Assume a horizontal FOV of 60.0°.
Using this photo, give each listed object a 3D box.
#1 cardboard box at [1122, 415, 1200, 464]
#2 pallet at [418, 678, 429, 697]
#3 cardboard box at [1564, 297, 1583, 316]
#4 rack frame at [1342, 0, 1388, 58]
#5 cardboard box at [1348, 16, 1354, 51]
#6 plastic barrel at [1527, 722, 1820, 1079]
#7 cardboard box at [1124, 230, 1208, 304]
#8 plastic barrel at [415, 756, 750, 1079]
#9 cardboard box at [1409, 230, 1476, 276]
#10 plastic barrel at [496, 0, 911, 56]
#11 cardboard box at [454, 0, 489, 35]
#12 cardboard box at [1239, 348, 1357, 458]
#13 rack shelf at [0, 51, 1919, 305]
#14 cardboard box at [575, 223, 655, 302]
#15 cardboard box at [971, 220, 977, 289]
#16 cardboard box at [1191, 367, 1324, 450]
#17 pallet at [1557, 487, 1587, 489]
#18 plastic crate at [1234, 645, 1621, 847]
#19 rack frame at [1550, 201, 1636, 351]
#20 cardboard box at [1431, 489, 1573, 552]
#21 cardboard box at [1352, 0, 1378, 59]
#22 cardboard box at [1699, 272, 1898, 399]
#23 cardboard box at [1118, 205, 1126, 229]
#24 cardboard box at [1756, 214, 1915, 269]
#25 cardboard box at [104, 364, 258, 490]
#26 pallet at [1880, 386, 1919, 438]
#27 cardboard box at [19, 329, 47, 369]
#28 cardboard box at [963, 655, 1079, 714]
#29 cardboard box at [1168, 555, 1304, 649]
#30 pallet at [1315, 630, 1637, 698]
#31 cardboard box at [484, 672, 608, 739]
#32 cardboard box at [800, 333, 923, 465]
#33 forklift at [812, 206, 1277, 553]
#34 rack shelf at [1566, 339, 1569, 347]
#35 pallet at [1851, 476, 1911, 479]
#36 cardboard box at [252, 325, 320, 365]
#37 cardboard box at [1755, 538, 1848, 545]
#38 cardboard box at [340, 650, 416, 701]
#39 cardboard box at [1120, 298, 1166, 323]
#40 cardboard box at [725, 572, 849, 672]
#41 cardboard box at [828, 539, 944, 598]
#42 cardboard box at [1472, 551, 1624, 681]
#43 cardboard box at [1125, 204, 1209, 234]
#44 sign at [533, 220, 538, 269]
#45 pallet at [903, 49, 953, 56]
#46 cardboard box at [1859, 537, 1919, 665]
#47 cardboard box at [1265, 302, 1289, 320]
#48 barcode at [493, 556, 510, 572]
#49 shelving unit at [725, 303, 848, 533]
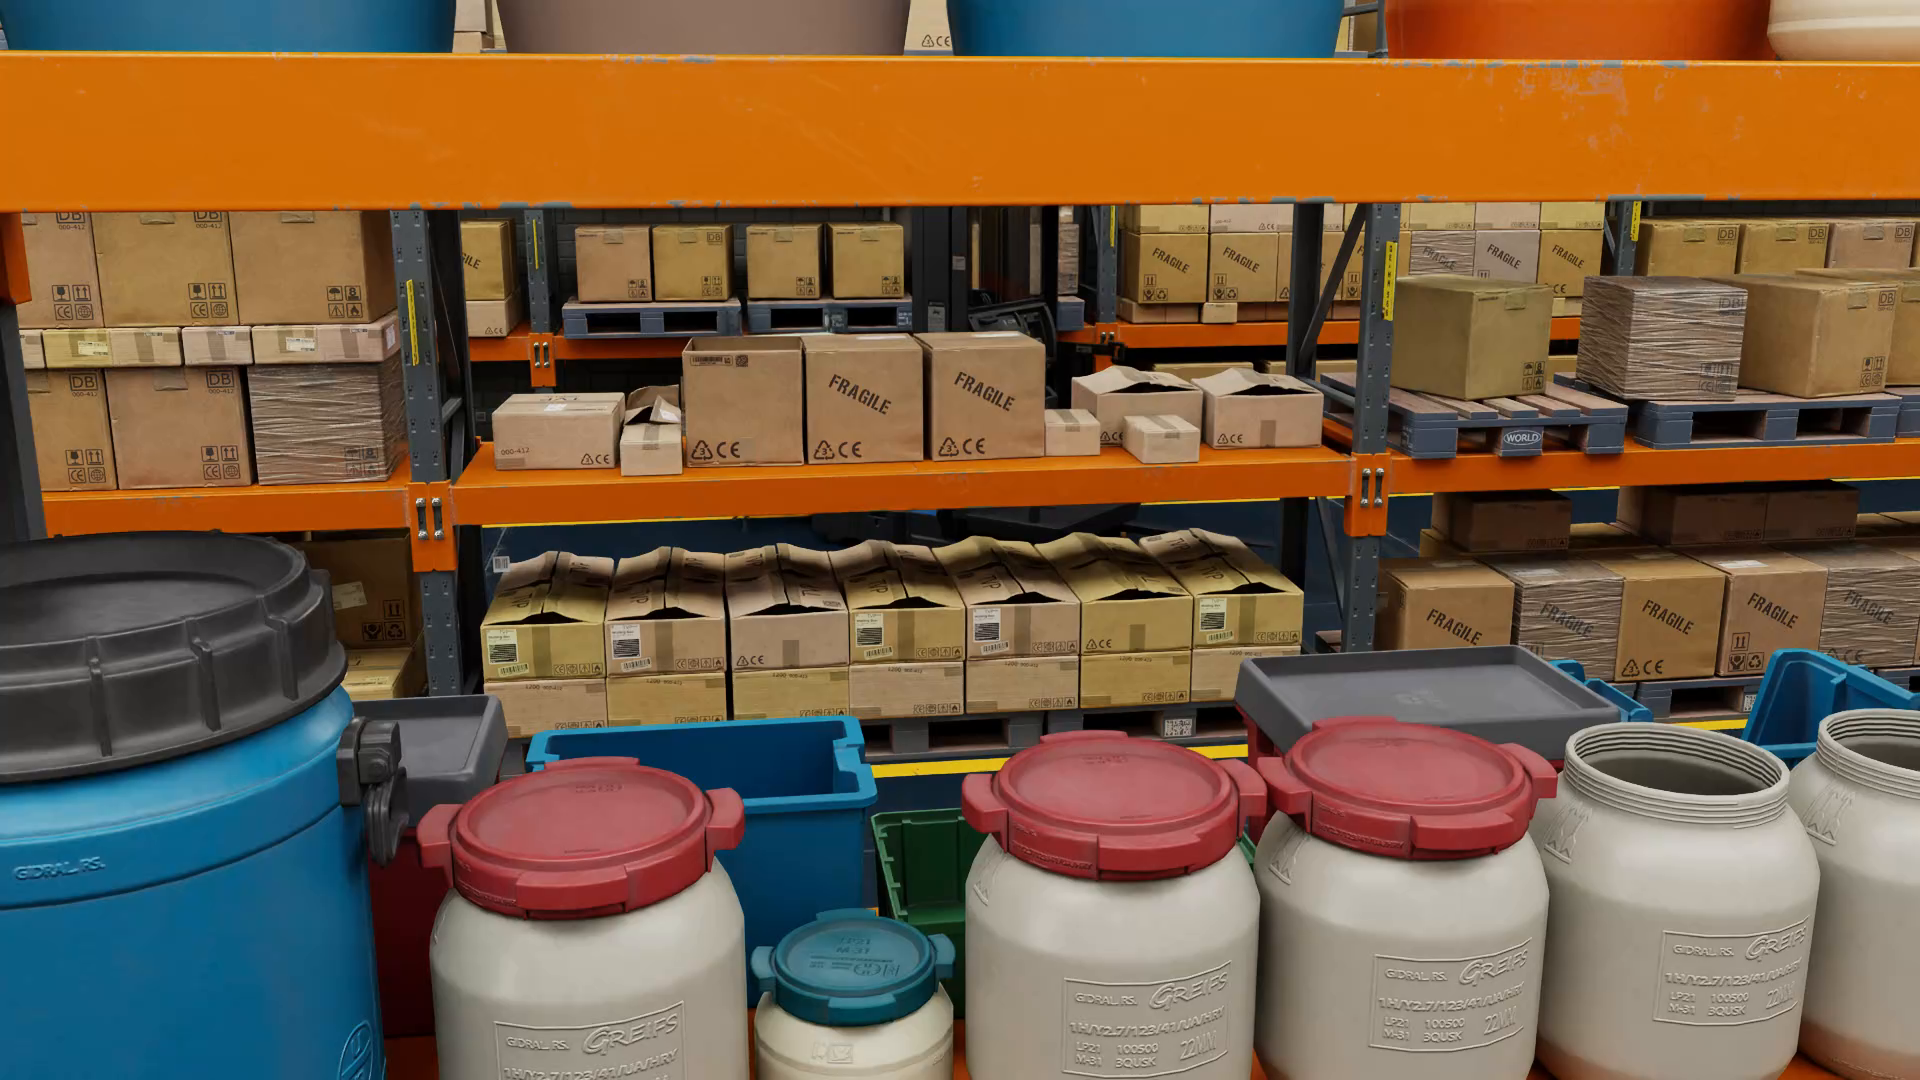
[{"bbox_3d":[0.886,-0.447,7.355,0.250,0.149,0.380,-2,14,-8],"label":"cardboard box"},{"bbox_3d":[-3.014,0.848,7.406,1.213,0.211,1.003,-2,14,-8],"label":"pallet"},{"bbox_3d":[4.656,-1.812,12.756,0.250,0.149,0.380,-2,14,-8],"label":"cardboard box"},{"bbox_3d":[1.734,-3.578,6.990,0.127,3.000,1.000,-2,14,-8],"label":"rack frame"},{"bbox_3d":[3.016,-3.677,12.443,0.500,0.500,0.700,-2,14,-8],"label":"cardboard box"},{"bbox_3d":[1.067,0.573,2.540,0.421,0.512,0.421,0,14,0],"label":"plastic barrel"},{"bbox_3d":[1.511,-2.018,12.244,0.500,0.500,0.500,-2,14,-7],"label":"cardboard box"},{"bbox_3d":[-0.508,0.621,2.302,0.433,0.535,0.433,0,14,0],"label":"plastic barrel"},{"bbox_3d":[3.528,-2.093,12.542,0.500,0.500,0.500,-2,14,-8],"label":"cardboard box"},{"bbox_3d":[-0.370,-1.124,2.341,0.600,0.901,0.600,0,14,0],"label":"plastic barrel"},{"bbox_3d":[-3.418,-3.629,11.059,0.500,0.500,0.500,-3,14,-13],"label":"cardboard box"},{"bbox_3d":[2.606,-1.046,12.782,0.750,0.750,0.750,-2,14,-9],"label":"cardboard box"},{"bbox_3d":[0.491,-0.605,2.378,3.809,0.124,0.919,-2,14,-8],"label":"rack shelf"},{"bbox_3d":[-2.454,-1.987,11.868,0.500,0.500,0.700,-2,14,-8],"label":"cardboard box"},{"bbox_3d":[-0.019,-2.075,12.221,0.500,0.500,0.700,-3,14,-14],"label":"cardboard box"},{"bbox_3d":[1.368,-0.622,7.720,0.500,0.311,0.500,-1,14,-5],"label":"cardboard box"},{"bbox_3d":[4.196,-0.606,13.204,1.213,0.211,1.003,-2,14,-8],"label":"pallet"},{"bbox_3d":[0.825,0.477,3.020,0.583,0.464,0.402,-2,14,-8],"label":"plastic crate"},{"bbox_3d":[4.948,-2.005,13.049,0.127,3.000,1.000,-2,14,-8],"label":"rack frame"},{"bbox_3d":[2.679,-0.126,8.252,0.500,0.250,0.500,-2,14,-6],"label":"cardboard box"},{"bbox_3d":[2.161,-2.196,7.438,0.500,0.500,0.910,-2,14,-8],"label":"cardboard box"},{"bbox_3d":[3.952,-0.986,7.920,0.500,0.500,0.700,-6,15,-23],"label":"cardboard box"},{"bbox_3d":[1.402,-2.505,12.643,0.500,0.250,0.500,-2,14,-7],"label":"cardboard box"},{"bbox_3d":[6.927,-2.220,13.290,0.700,0.700,0.980,-3,14,-11],"label":"cardboard box"},{"bbox_3d":[-3.180,-0.533,6.977,0.500,0.500,0.700,-2,14,-9],"label":"cardboard box"},{"bbox_3d":[4.883,-0.717,8.310,1.213,0.211,1.003,-2,14,-8],"label":"pallet"},{"bbox_3d":[-3.714,-0.779,6.624,0.250,0.149,0.380,-2,14,-7],"label":"cardboard box"},{"bbox_3d":[0.243,0.577,7.546,0.500,0.250,0.500,-2,14,-7],"label":"cardboard box"},{"bbox_3d":[1.253,0.268,7.623,0.500,0.311,0.500,-2,14,-7],"label":"cardboard box"},{"bbox_3d":[2.478,0.666,8.131,1.213,0.211,1.003,-2,14,-8],"label":"pallet"},{"bbox_3d":[-1.785,0.652,7.246,0.500,0.250,0.500,-2,14,-10],"label":"cardboard box"},{"bbox_3d":[-0.443,-0.633,7.373,0.500,0.500,0.500,-2,14,-8],"label":"cardboard box"},{"bbox_3d":[0.510,-1.316,10.444,3.031,2.935,1.130,9,17,33],"label":"forklift"},{"bbox_3d":[6.926,-1.728,13.425,4.000,0.370,1.077,-2,14,-8],"label":"rack shelf"},{"bbox_3d":[6.921,-0.706,13.602,1.213,0.211,1.003,-2,14,-8],"label":"pallet"},{"bbox_3d":[-2.703,-0.816,6.772,0.250,0.149,0.380,-2,14,-9],"label":"cardboard box"},{"bbox_3d":[4.154,0.183,8.559,0.500,0.500,0.500,-2,14,-8],"label":"cardboard box"},{"bbox_3d":[-2.647,0.676,7.149,0.500,0.250,0.500,-2,14,-8],"label":"cardboard box"},{"bbox_3d":[1.353,-1.704,12.324,0.250,0.149,0.380,-2,14,-9],"label":"cardboard box"},{"bbox_3d":[-0.768,0.344,7.321,0.500,0.311,0.500,-3,14,-10],"label":"cardboard box"},{"bbox_3d":[-0.358,0.196,7.911,0.500,0.311,0.500,-2,14,-9],"label":"cardboard box"},{"bbox_3d":[2.744,0.363,7.843,0.500,0.500,0.500,-3,14,-10],"label":"cardboard box"},{"bbox_3d":[1.508,-2.381,12.151,0.500,0.250,0.500,-2,14,-7],"label":"cardboard box"},{"bbox_3d":[-2.874,-2.004,11.268,0.005,0.325,0.100,-2,14,-8],"label":"sign"},{"bbox_3d":[-0.029,-1.944,7.030,1.213,0.211,1.003,-1,14,-6],"label":"pallet"},{"bbox_3d":[4.754,0.289,8.139,0.500,0.500,0.500,-2,14,-8],"label":"cardboard box"},{"bbox_3d":[2.364,-1.750,12.510,0.250,0.149,0.380,-2,14,-7],"label":"cardboard box"},{"bbox_3d":[-1.907,0.101,6.913,0.075,0.075,0.001,-2,14,-8],"label":"barcode"},{"bbox_3d":[-1.191,-0.854,11.530,0.755,1.500,0.431,-5,16,-20],"label":"shelving unit"}]
